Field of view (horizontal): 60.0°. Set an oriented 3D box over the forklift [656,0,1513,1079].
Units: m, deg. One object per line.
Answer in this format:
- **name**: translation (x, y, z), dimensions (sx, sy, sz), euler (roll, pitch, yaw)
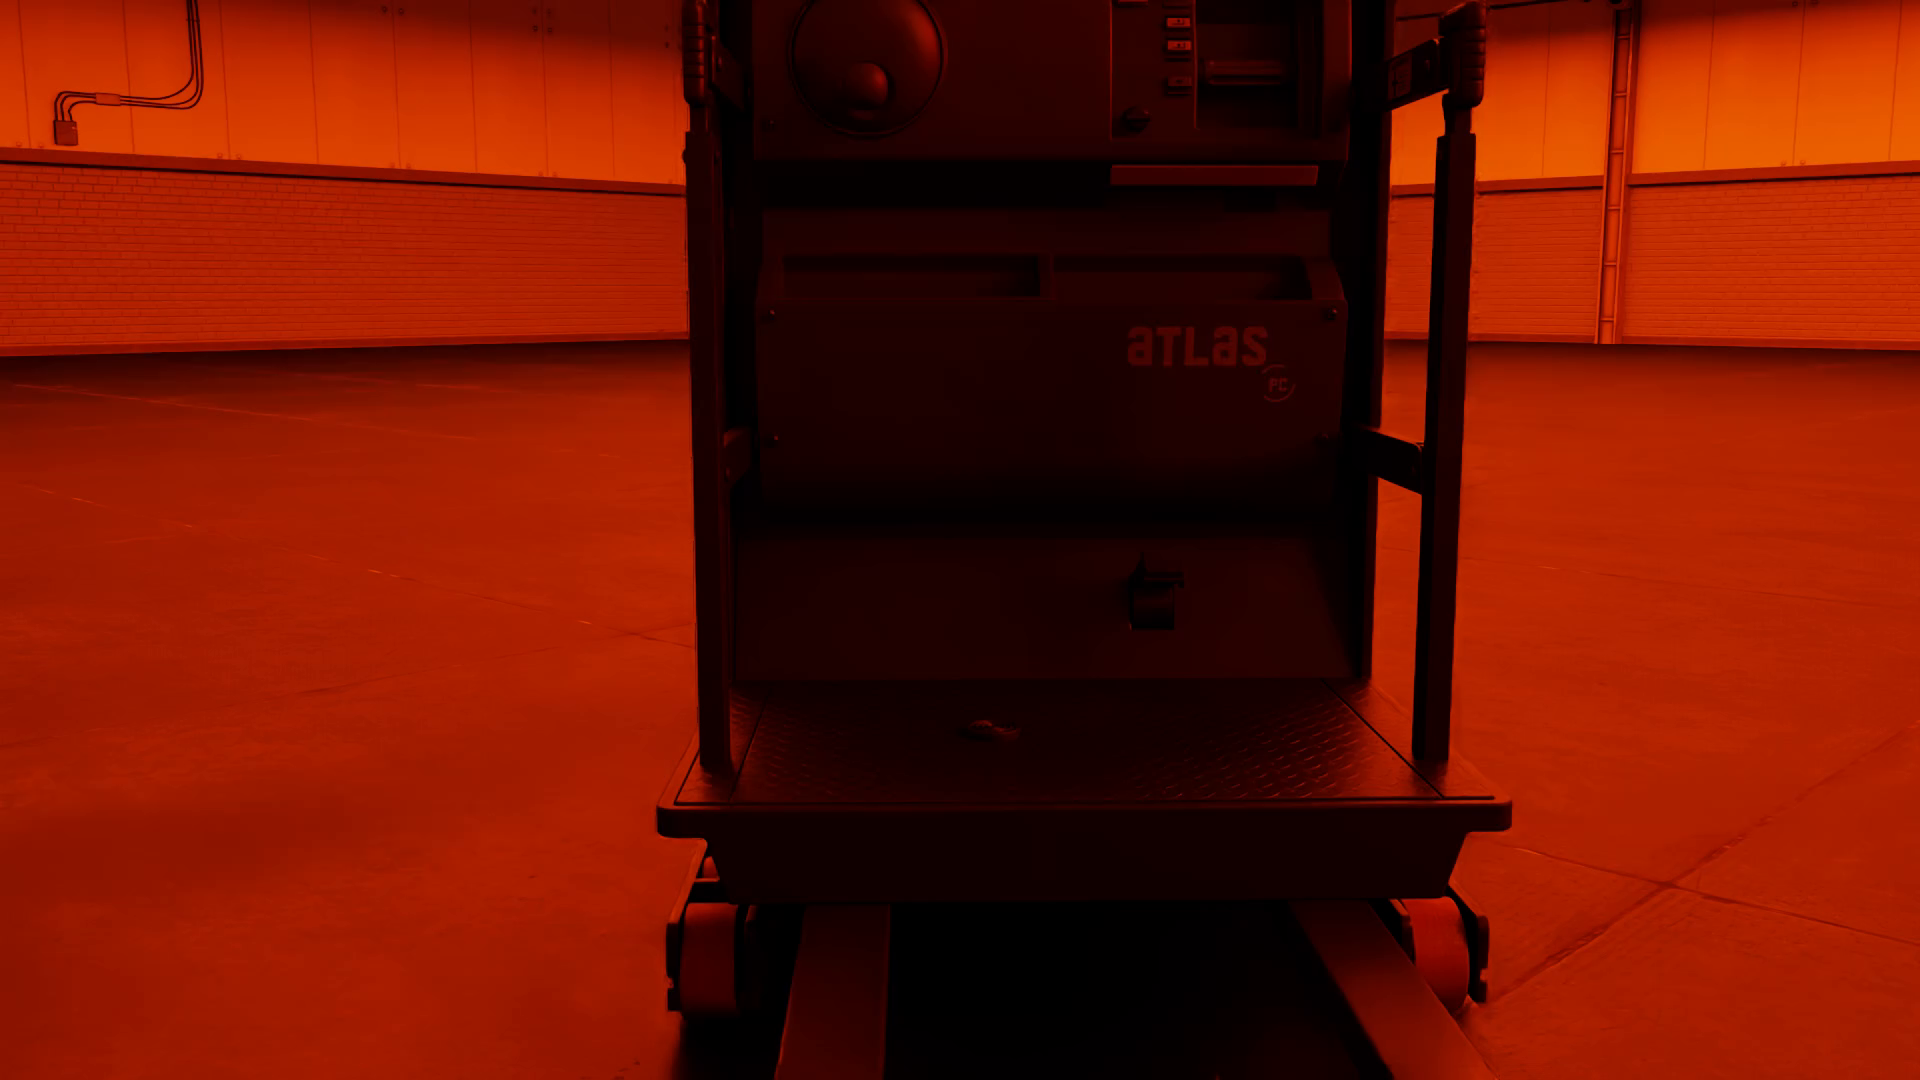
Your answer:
- **forklift**: translation (0.150, -0.831, 2.393), dimensions (1.130, 2.935, 3.031), euler (0, 9, -1)
